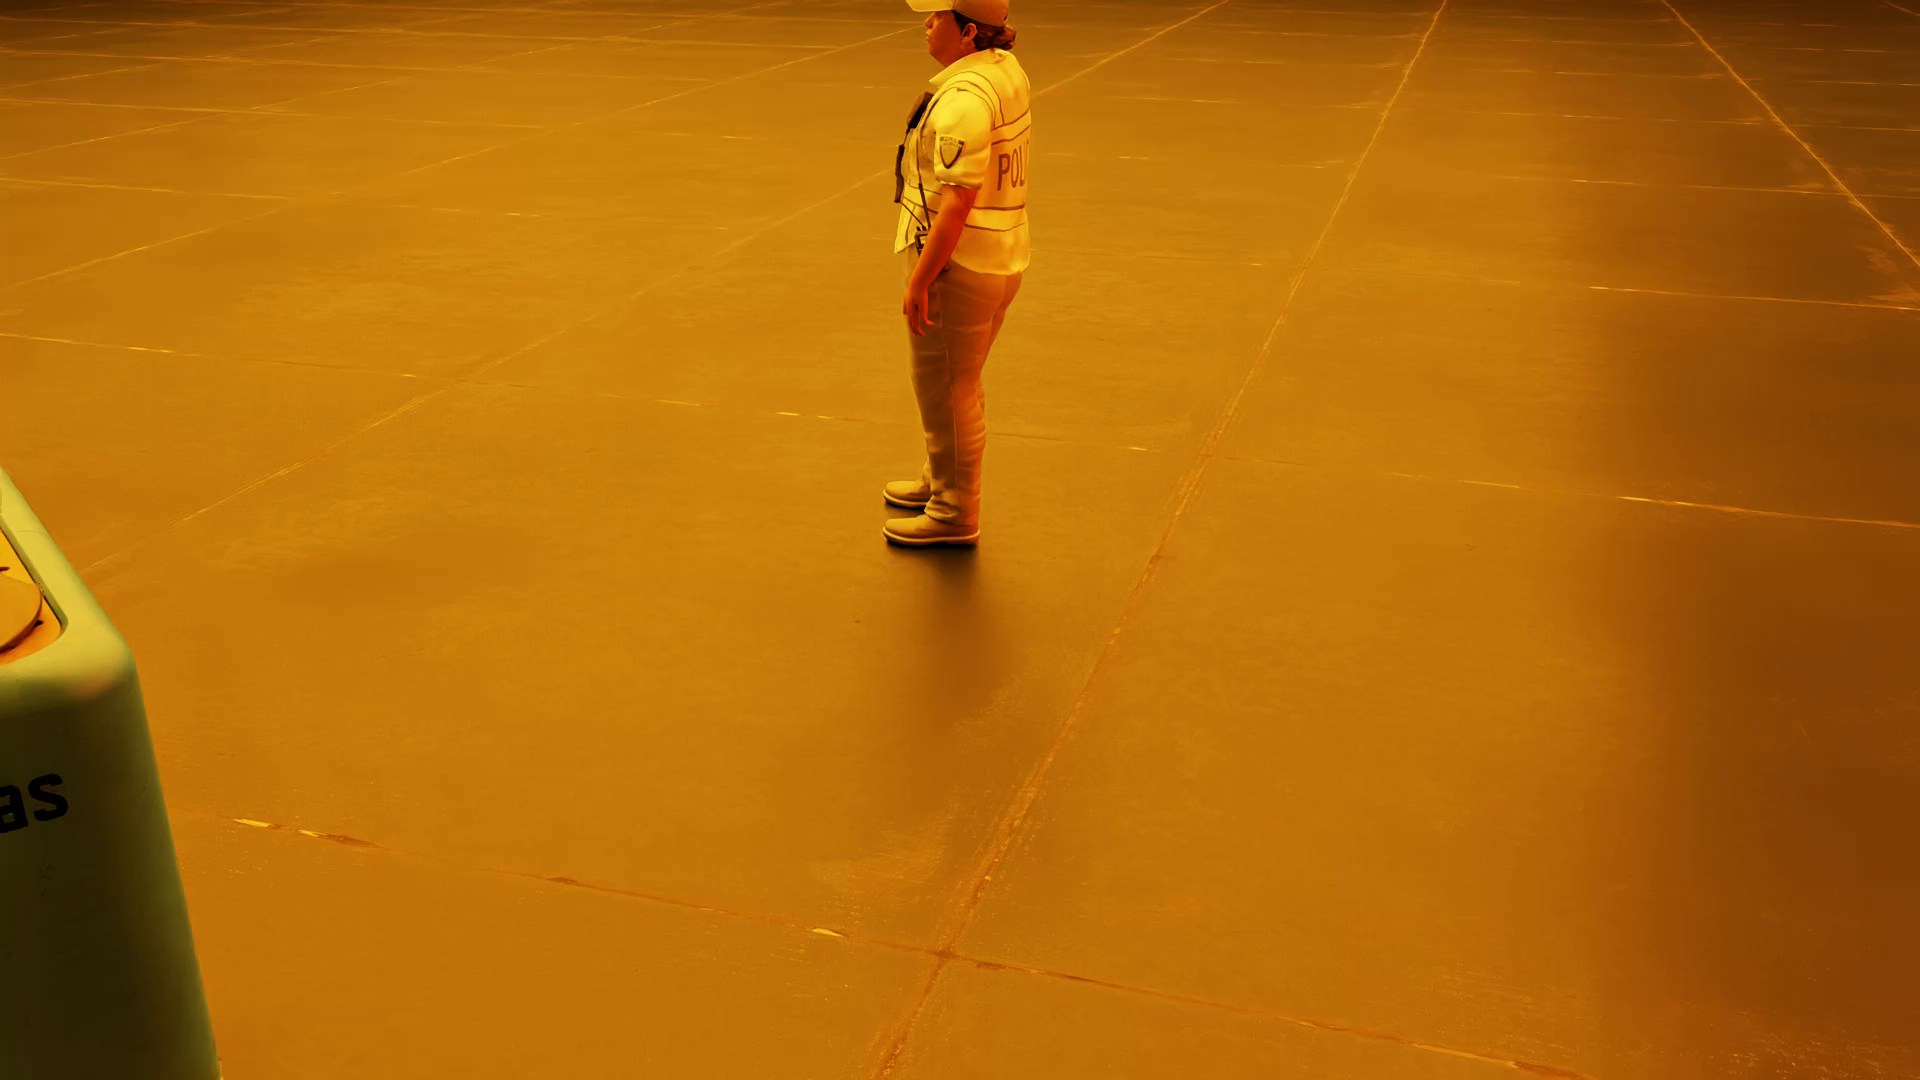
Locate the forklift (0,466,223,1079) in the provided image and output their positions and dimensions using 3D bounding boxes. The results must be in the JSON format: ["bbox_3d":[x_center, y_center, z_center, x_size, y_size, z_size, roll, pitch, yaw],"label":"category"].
[{"bbox_3d":[-2.478,-0.036,1.366,3.031,2.935,1.130,-16,28,-34],"label":"forklift"}]

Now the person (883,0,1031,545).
[{"bbox_3d":[-0.064,-0.796,4.847,0.529,1.670,0.585,7,23,16],"label":"person"}]
